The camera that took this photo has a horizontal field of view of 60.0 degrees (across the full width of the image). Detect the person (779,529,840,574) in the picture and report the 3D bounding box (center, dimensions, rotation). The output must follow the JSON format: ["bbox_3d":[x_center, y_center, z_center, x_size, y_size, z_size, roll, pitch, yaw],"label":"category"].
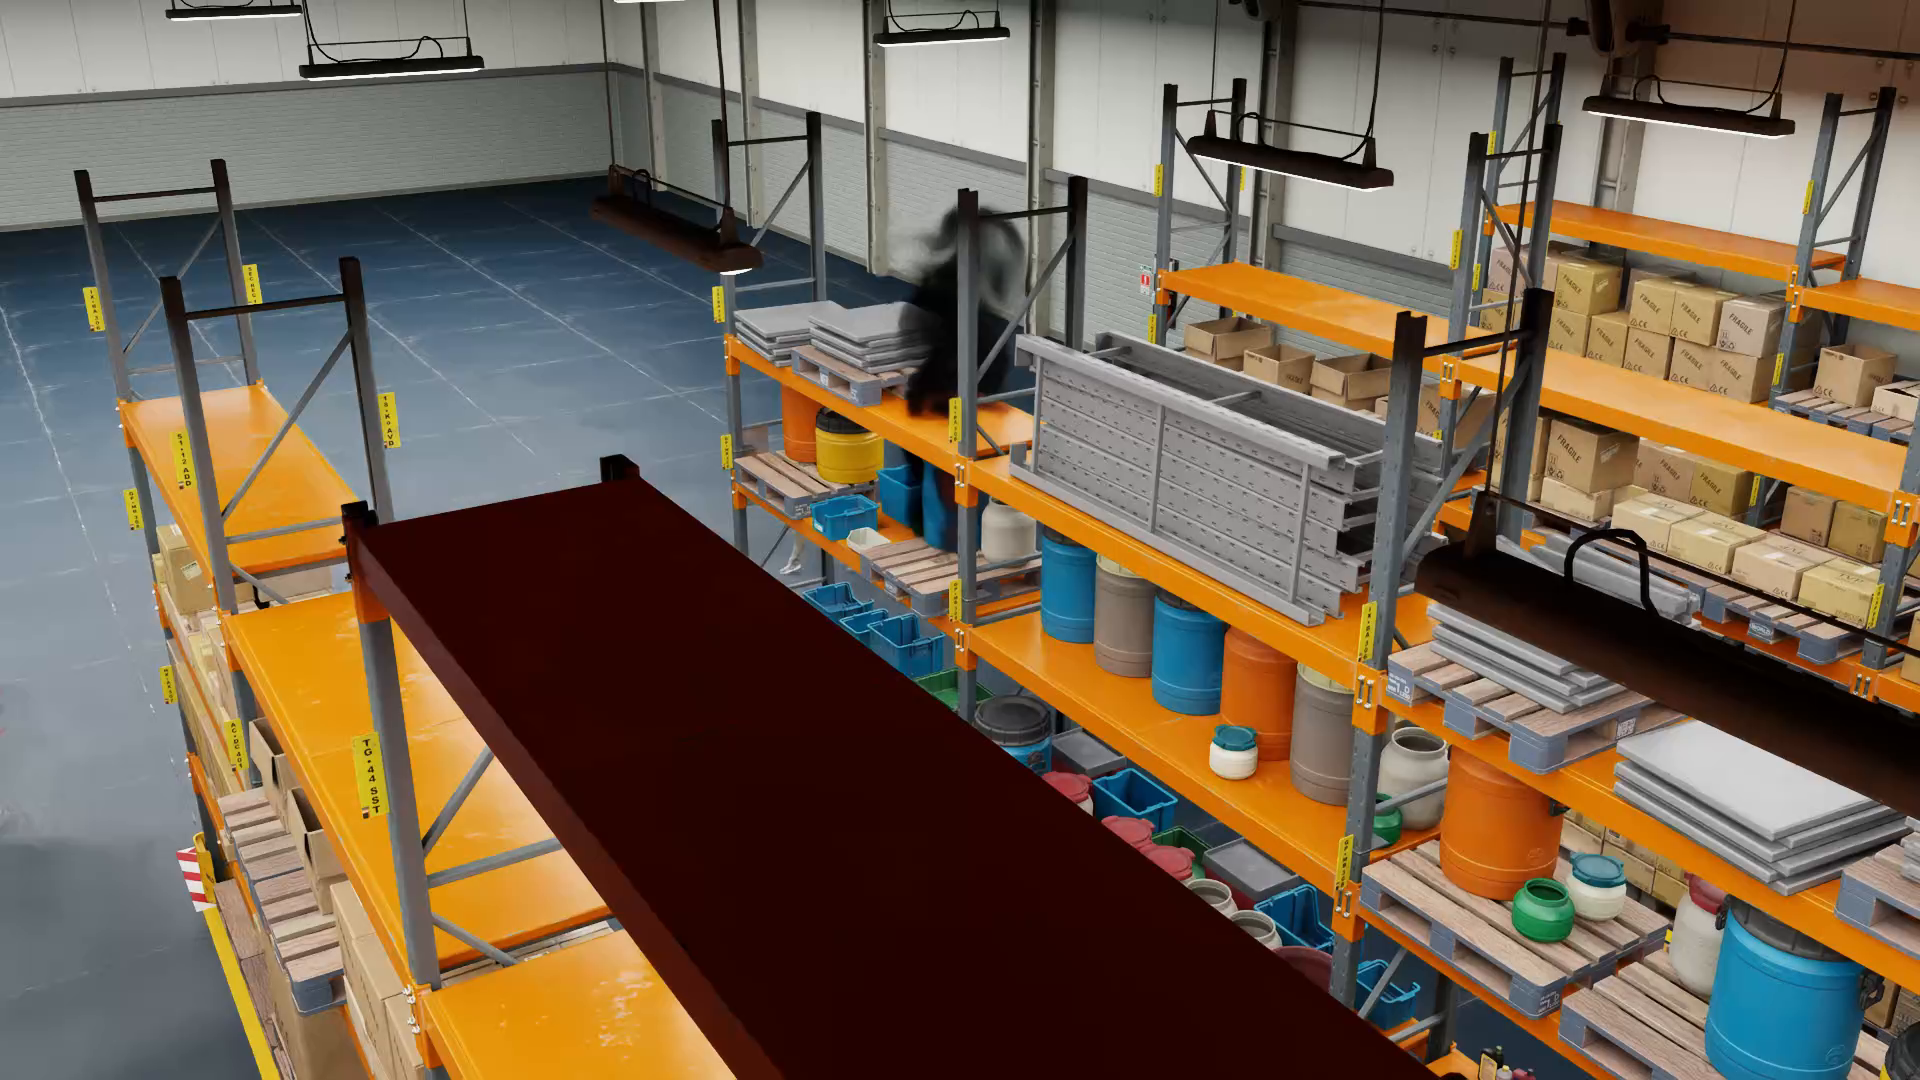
[{"bbox_3d":[-1.778,-0.368,20.193,0.899,1.589,0.559,-3,22,-7],"label":"person"}]
